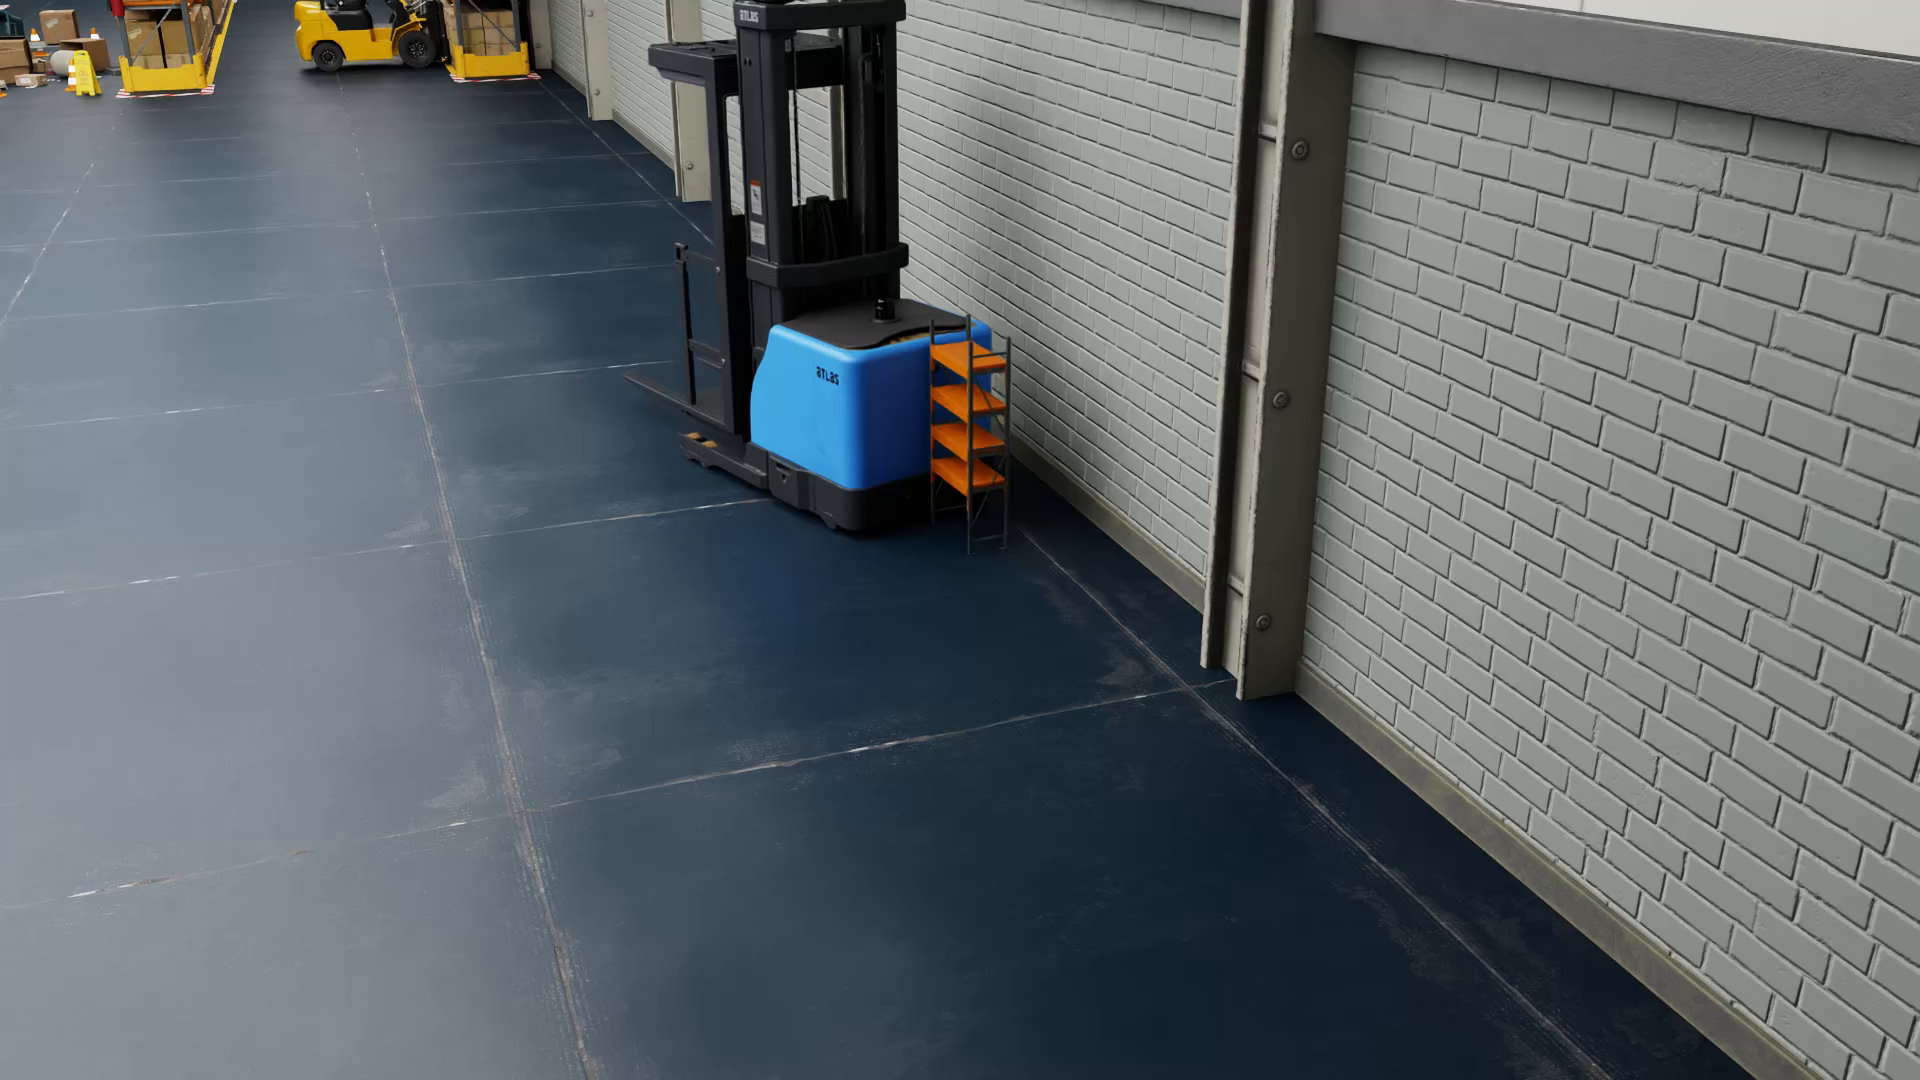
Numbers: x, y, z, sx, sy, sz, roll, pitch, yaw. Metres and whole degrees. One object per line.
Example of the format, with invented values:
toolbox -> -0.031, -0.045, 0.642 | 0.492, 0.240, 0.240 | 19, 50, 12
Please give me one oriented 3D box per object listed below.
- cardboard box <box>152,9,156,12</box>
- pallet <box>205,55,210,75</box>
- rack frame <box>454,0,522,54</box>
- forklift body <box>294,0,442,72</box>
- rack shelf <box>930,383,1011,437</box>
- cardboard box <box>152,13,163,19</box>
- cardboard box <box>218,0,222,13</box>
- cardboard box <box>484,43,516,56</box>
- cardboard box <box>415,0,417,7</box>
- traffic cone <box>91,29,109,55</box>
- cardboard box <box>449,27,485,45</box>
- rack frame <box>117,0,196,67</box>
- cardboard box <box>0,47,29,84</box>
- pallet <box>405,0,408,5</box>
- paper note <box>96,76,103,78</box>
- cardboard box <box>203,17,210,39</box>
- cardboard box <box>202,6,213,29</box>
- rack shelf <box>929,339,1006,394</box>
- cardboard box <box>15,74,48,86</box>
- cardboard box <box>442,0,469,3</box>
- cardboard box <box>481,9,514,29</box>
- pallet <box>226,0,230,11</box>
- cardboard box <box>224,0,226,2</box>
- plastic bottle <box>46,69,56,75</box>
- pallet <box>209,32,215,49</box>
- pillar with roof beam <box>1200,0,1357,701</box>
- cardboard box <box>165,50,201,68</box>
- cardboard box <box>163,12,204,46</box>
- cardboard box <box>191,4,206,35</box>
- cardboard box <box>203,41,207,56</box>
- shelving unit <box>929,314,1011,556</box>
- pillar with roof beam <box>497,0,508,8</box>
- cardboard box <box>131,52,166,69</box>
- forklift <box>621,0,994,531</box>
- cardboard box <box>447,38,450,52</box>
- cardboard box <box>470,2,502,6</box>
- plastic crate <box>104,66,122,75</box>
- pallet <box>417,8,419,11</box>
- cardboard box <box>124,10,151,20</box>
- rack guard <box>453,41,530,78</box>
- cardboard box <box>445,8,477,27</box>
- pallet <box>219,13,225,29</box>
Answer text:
cardboard box -> -13.559, -8.844, 27.570 | 0.380, 0.149, 0.250 | -7, 24, -16
pallet -> -13.078, -7.894, 27.707 | 1.003, 0.211, 1.213 | -8, 24, -19
rack frame -> -7.728, -9.091, 26.957 | 1.000, 3.000, 0.127 | -8, 24, -19
forklift body -> -10.105, -9.139, 28.163 | 2.313, 2.155, 1.214 | -8, 24, -19
rack shelf -> 0.051, -0.717, 9.003 | 0.258, 0.148, 0.480 | -10, 25, -23
cardboard box -> -13.257, -8.309, 27.137 | 0.500, 0.500, 0.500 | -9, 24, -20
cardboard box -> -15.989, -11.442, 34.730 | 0.875, 0.875, 0.875 | -8, 24, -17
cardboard box -> -7.719, -8.223, 27.897 | 0.500, 0.250, 0.500 | -8, 24, -19
cardboard box -> -11.637, -11.912, 36.328 | 0.500, 0.500, 0.500 | -9, 25, -21
traffic cone -> -15.531, -8.952, 29.892 | 0.336, 0.463, 0.334 | -8, 24, -19
cardboard box -> -8.193, -8.382, 27.630 | 0.500, 0.250, 0.500 | -9, 24, -20
rack frame -> -12.370, -8.409, 25.338 | 1.000, 3.000, 0.127 | -8, 24, -19
cardboard box -> -15.359, -7.549, 26.513 | 0.637, 0.503, 0.797 | 12, 26, 27
pallet -> -12.644, -12.860, 39.490 | 1.003, 0.211, 1.213 | -8, 24, -19
paper note -> -14.107, -7.579, 27.193 | 0.142, 0.019, 0.148 | -18, 29, -37
cardboard box -> -14.228, -9.296, 30.285 | 0.950, 0.372, 0.625 | -7, 24, -16
cardboard box -> -15.006, -10.091, 32.173 | 0.950, 0.372, 0.625 | -10, 25, -23
rack shelf -> 0.051, -0.935, 8.912 | 0.258, 0.148, 0.480 | -10, 25, -23
cardboard box -> -14.723, -7.294, 26.364 | 0.380, 0.149, 0.250 | 4, 23, 9
cardboard box -> -8.906, -9.346, 29.275 | 0.500, 0.250, 0.500 | -7, 24, -17
cardboard box -> -7.721, -8.679, 27.692 | 0.500, 0.250, 0.500 | -9, 24, -20
pallet -> -17.240, -12.215, 37.959 | 1.003, 0.211, 1.213 | -8, 24, -19
cardboard box -> -17.048, -12.350, 37.447 | 0.875, 0.438, 0.875 | -9, 25, -21
plastic bottle -> -15.082, -7.782, 27.634 | 0.133, 0.061, 0.283 | -4, 23, -10
pallet -> -14.495, -9.304, 31.052 | 1.003, 0.211, 1.213 | -8, 24, -19
pillar with roof beam -> -2.680, -2.921, 4.594 | 9.100, 9.000, 0.400 | -8, 24, -19
cardboard box -> -12.397, -7.666, 26.576 | 0.500, 0.250, 0.500 | -9, 24, -19
cardboard box -> -12.764, -8.393, 27.335 | 0.500, 0.500, 0.500 | -8, 24, -18
cardboard box -> -13.323, -8.956, 28.671 | 0.500, 0.500, 0.500 | -9, 24, -20
cardboard box -> -12.950, -8.233, 27.921 | 0.500, 0.250, 0.500 | -8, 24, -18
shelving unit -> 0.051, -0.573, 9.064 | 0.258, 1.200, 0.503 | -10, 25, -23
pillar with roof beam -> -13.278, -13.822, 30.457 | 9.100, 9.000, 0.400 | -8, 24, -19
cardboard box -> -12.916, -7.601, 26.421 | 0.500, 0.250, 0.500 | -8, 24, -19
forklift -> -1.115, -1.905, 9.996 | 1.130, 2.935, 3.031 | -17, 28, -35
cardboard box -> -8.525, -8.510, 28.578 | 0.500, 0.250, 0.500 | -8, 24, -18
cardboard box -> -8.242, -9.230, 29.000 | 0.500, 0.250, 0.500 | -9, 24, -20
plastic crate -> -13.996, -7.834, 27.733 | 0.402, 0.080, 0.583 | -18, 29, -37
pallet -> -11.210, -11.432, 36.101 | 1.003, 0.211, 1.213 | -8, 24, -19
cardboard box -> -13.090, -8.359, 26.419 | 0.380, 0.149, 0.250 | -8, 24, -17
rack guard -> -7.720, -7.930, 27.422 | 1.175, 0.500, 0.348 | -8, 24, -19
cardboard box -> -8.368, -8.788, 27.949 | 0.500, 0.250, 0.500 | -8, 24, -18
pallet -> -15.832, -10.770, 34.531 | 1.003, 0.211, 1.213 | -8, 24, -19
